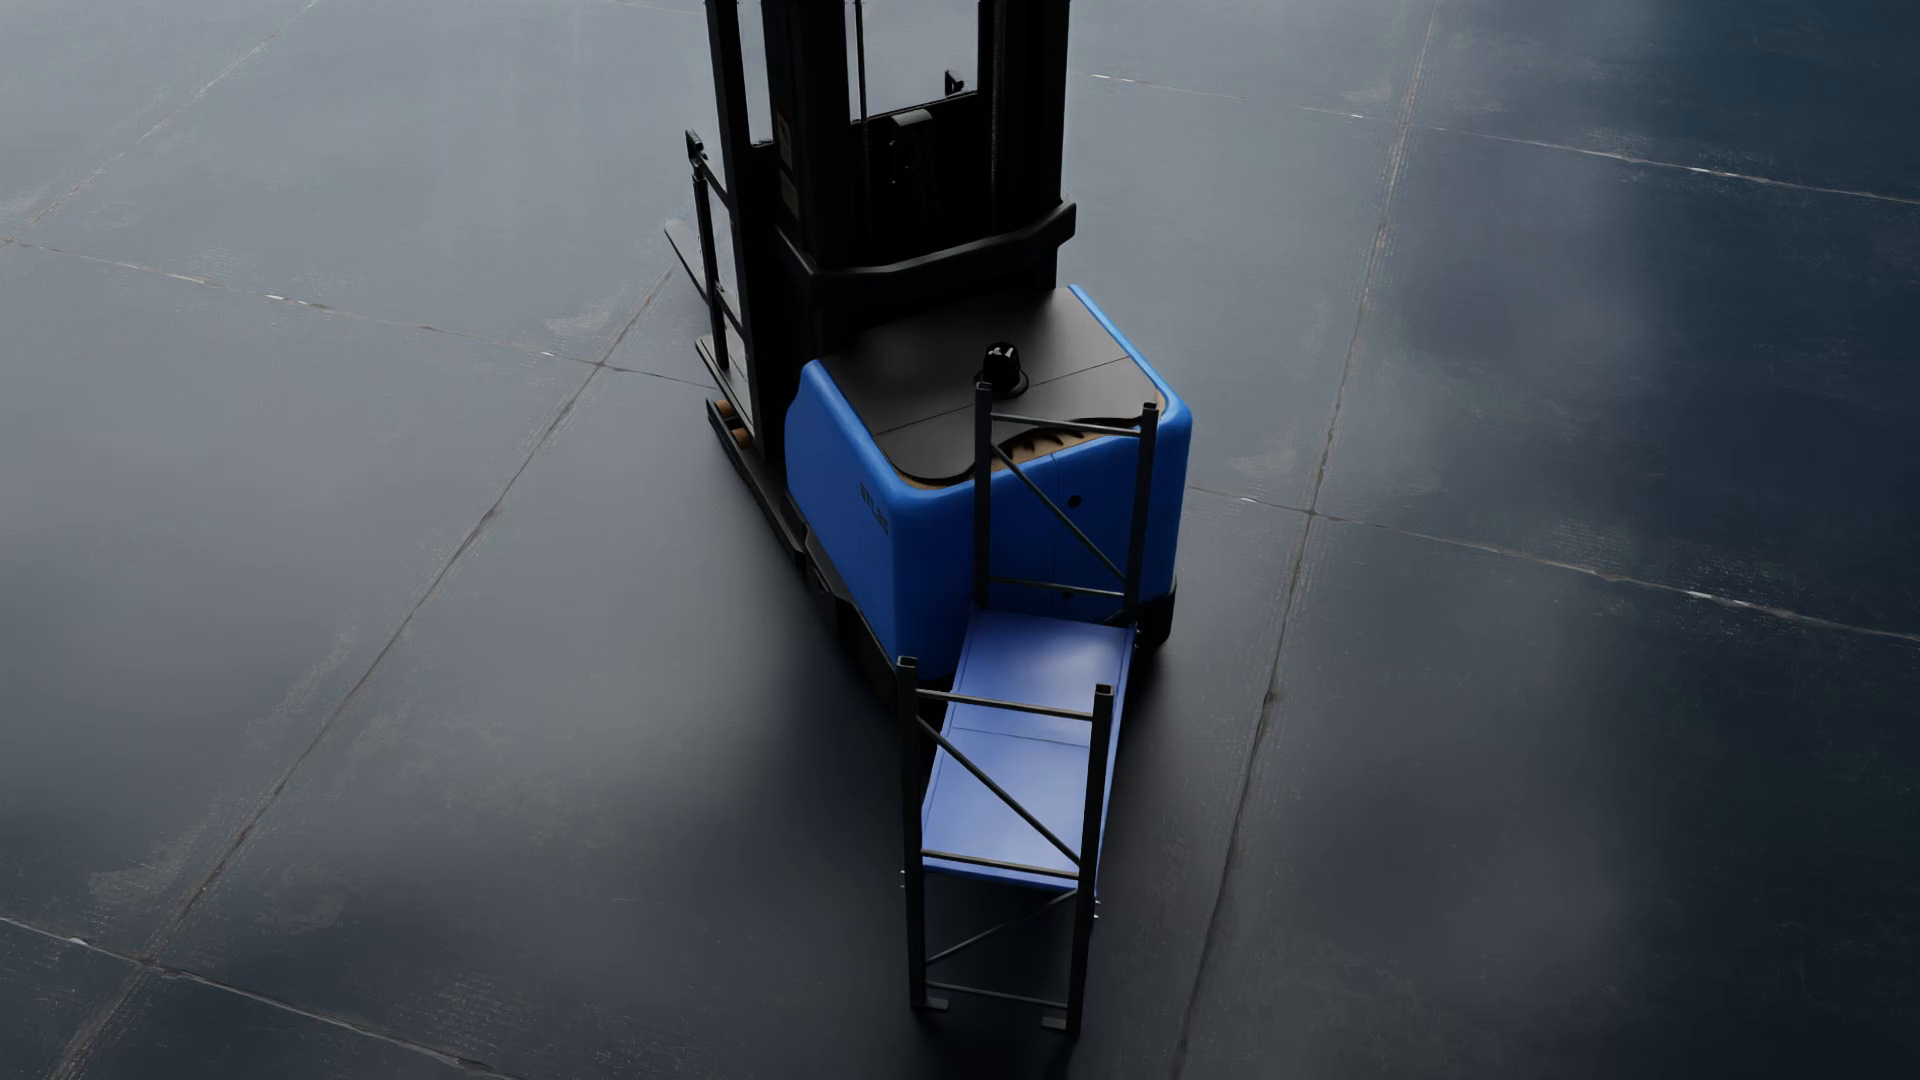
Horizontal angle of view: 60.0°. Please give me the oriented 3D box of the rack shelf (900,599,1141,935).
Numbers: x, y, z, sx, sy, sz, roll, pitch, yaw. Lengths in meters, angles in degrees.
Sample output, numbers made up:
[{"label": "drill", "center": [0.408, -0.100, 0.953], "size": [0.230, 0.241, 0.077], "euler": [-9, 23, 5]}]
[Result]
[{"label": "rack shelf", "center": [0.196, 0.624, 4.798], "size": [0.538, 0.185, 1.000], "euler": [7, 45, 8]}]

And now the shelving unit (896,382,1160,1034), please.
[{"label": "shelving unit", "center": [0.196, 0.495, 4.672], "size": [0.538, 1.500, 1.048], "euler": [7, 45, 8]}]

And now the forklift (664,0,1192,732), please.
[{"label": "forklift", "center": [-0.355, -1.450, 5.636], "size": [1.130, 2.935, 3.031], "euler": [-19, 47, -18]}]

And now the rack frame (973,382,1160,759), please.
[{"label": "rack frame", "center": [0.290, 0.146, 5.029], "size": [0.500, 1.500, 0.032], "euler": [7, 45, 8]}]

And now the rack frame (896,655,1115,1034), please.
[{"label": "rack frame", "center": [0.103, 0.844, 4.315], "size": [0.500, 1.500, 0.032], "euler": [7, 45, 8]}]
